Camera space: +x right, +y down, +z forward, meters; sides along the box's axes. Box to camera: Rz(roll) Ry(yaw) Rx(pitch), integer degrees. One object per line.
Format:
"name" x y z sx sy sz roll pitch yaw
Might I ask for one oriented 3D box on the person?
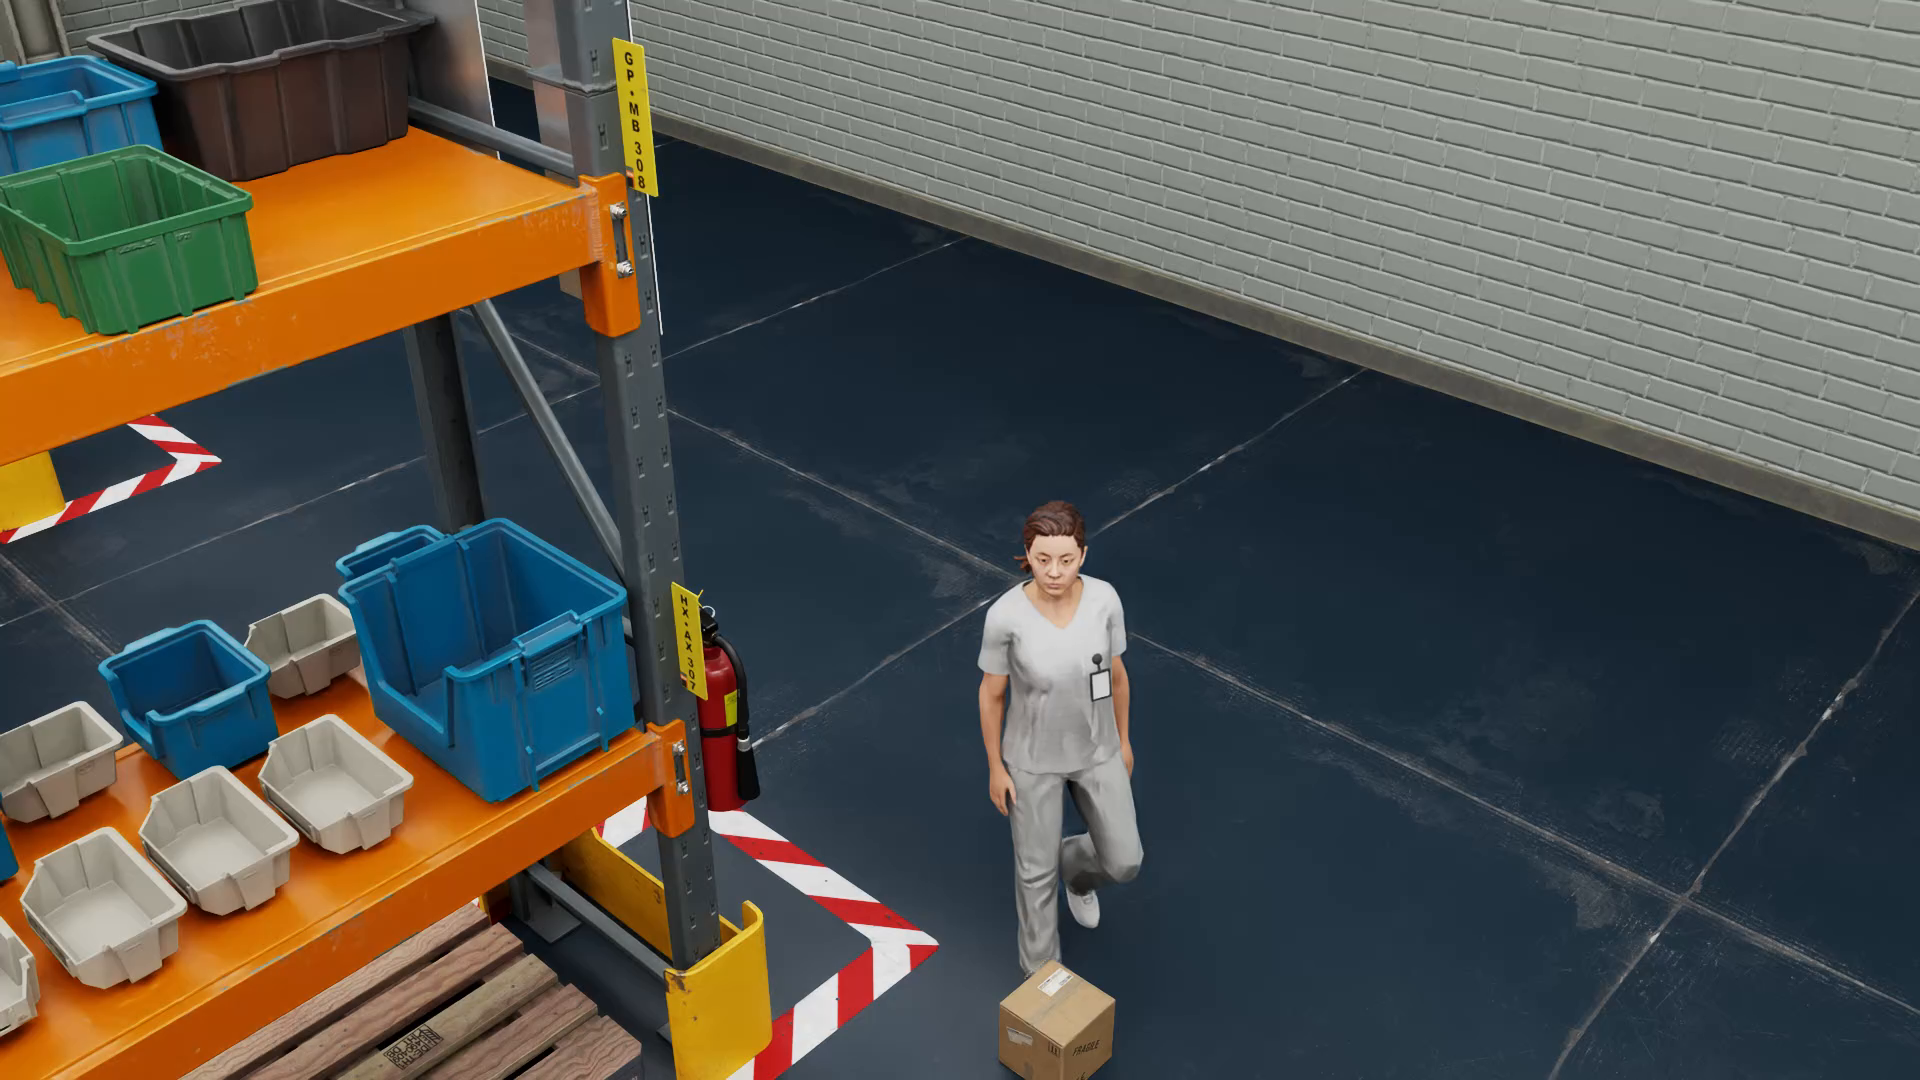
"person" 0.303 0.667 5.002 0.480 1.667 0.586 -6 32 -10
